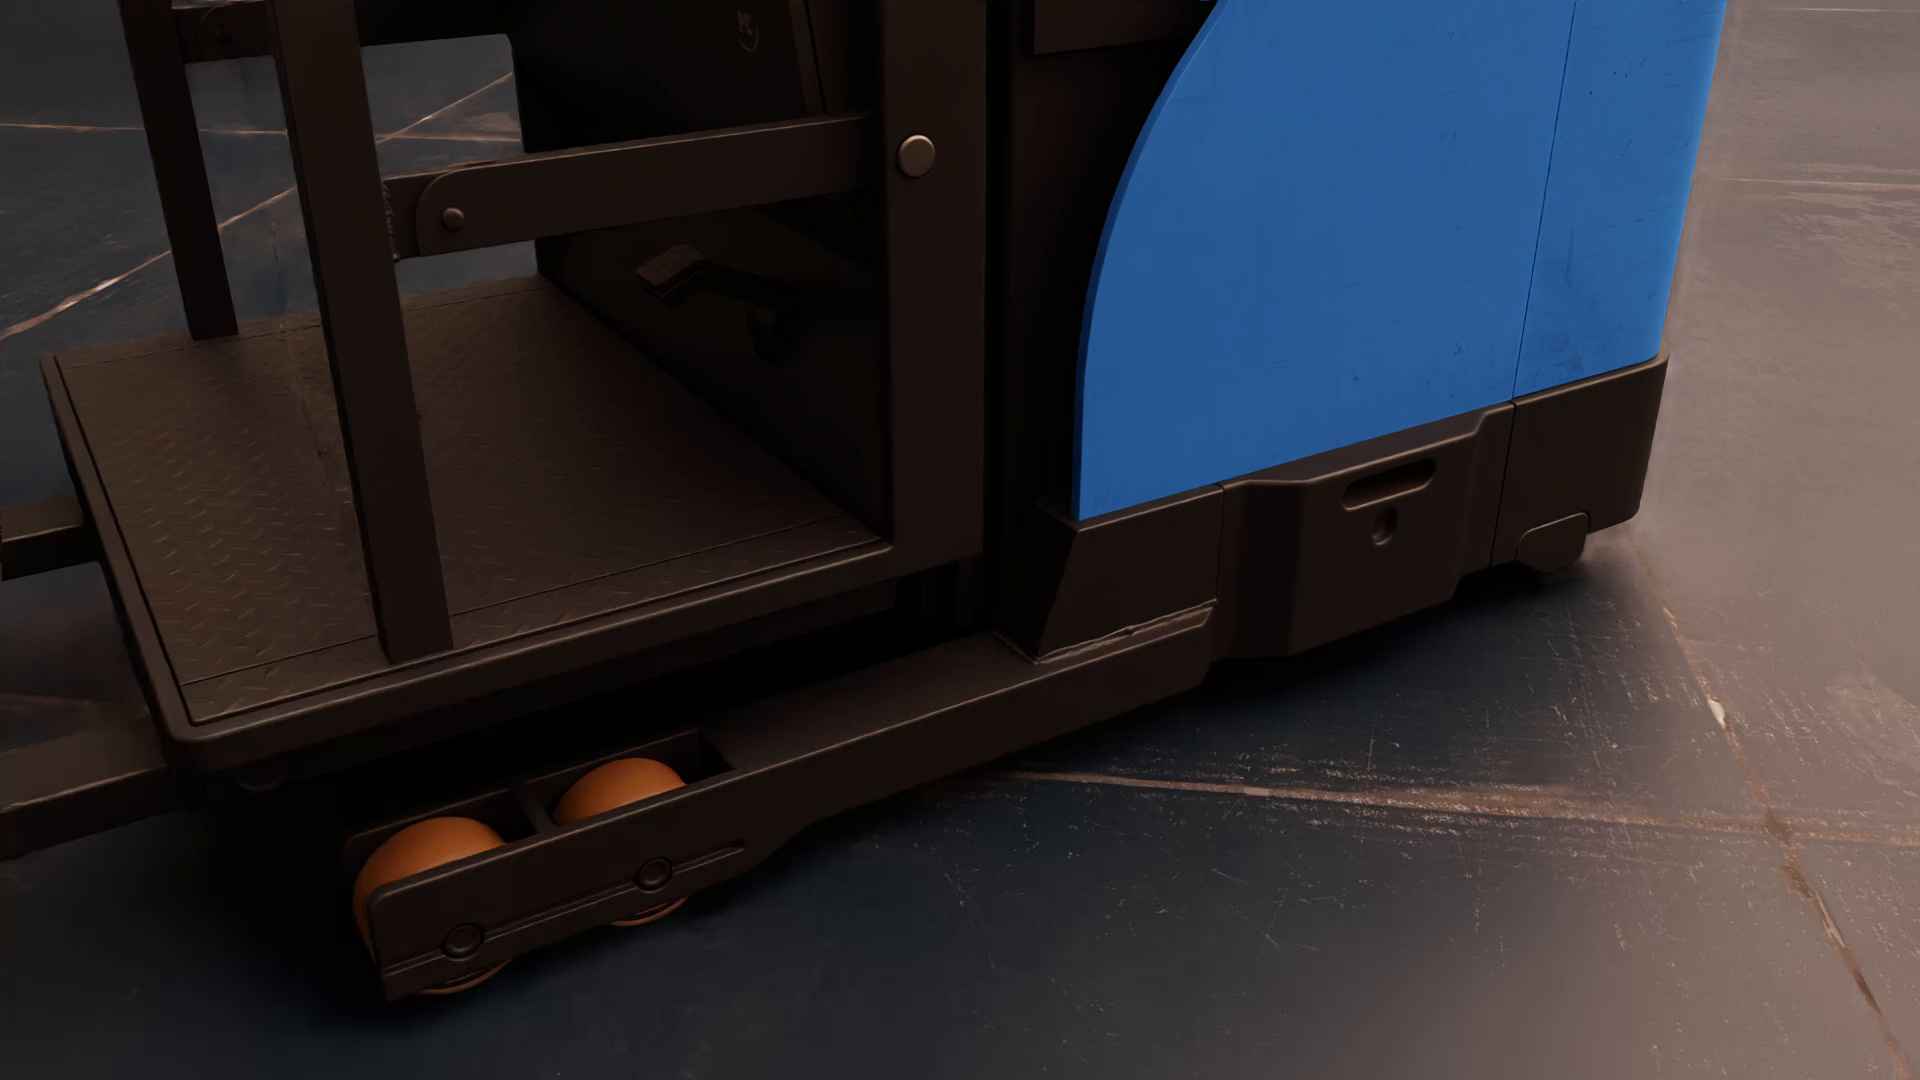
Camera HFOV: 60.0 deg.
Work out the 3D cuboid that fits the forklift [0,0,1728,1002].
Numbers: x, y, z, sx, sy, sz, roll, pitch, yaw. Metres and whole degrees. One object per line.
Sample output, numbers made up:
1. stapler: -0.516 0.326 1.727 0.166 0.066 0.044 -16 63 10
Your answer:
1. forklift: -0.523 -1.141 1.503 3.031 2.935 1.130 -15 30 -28
